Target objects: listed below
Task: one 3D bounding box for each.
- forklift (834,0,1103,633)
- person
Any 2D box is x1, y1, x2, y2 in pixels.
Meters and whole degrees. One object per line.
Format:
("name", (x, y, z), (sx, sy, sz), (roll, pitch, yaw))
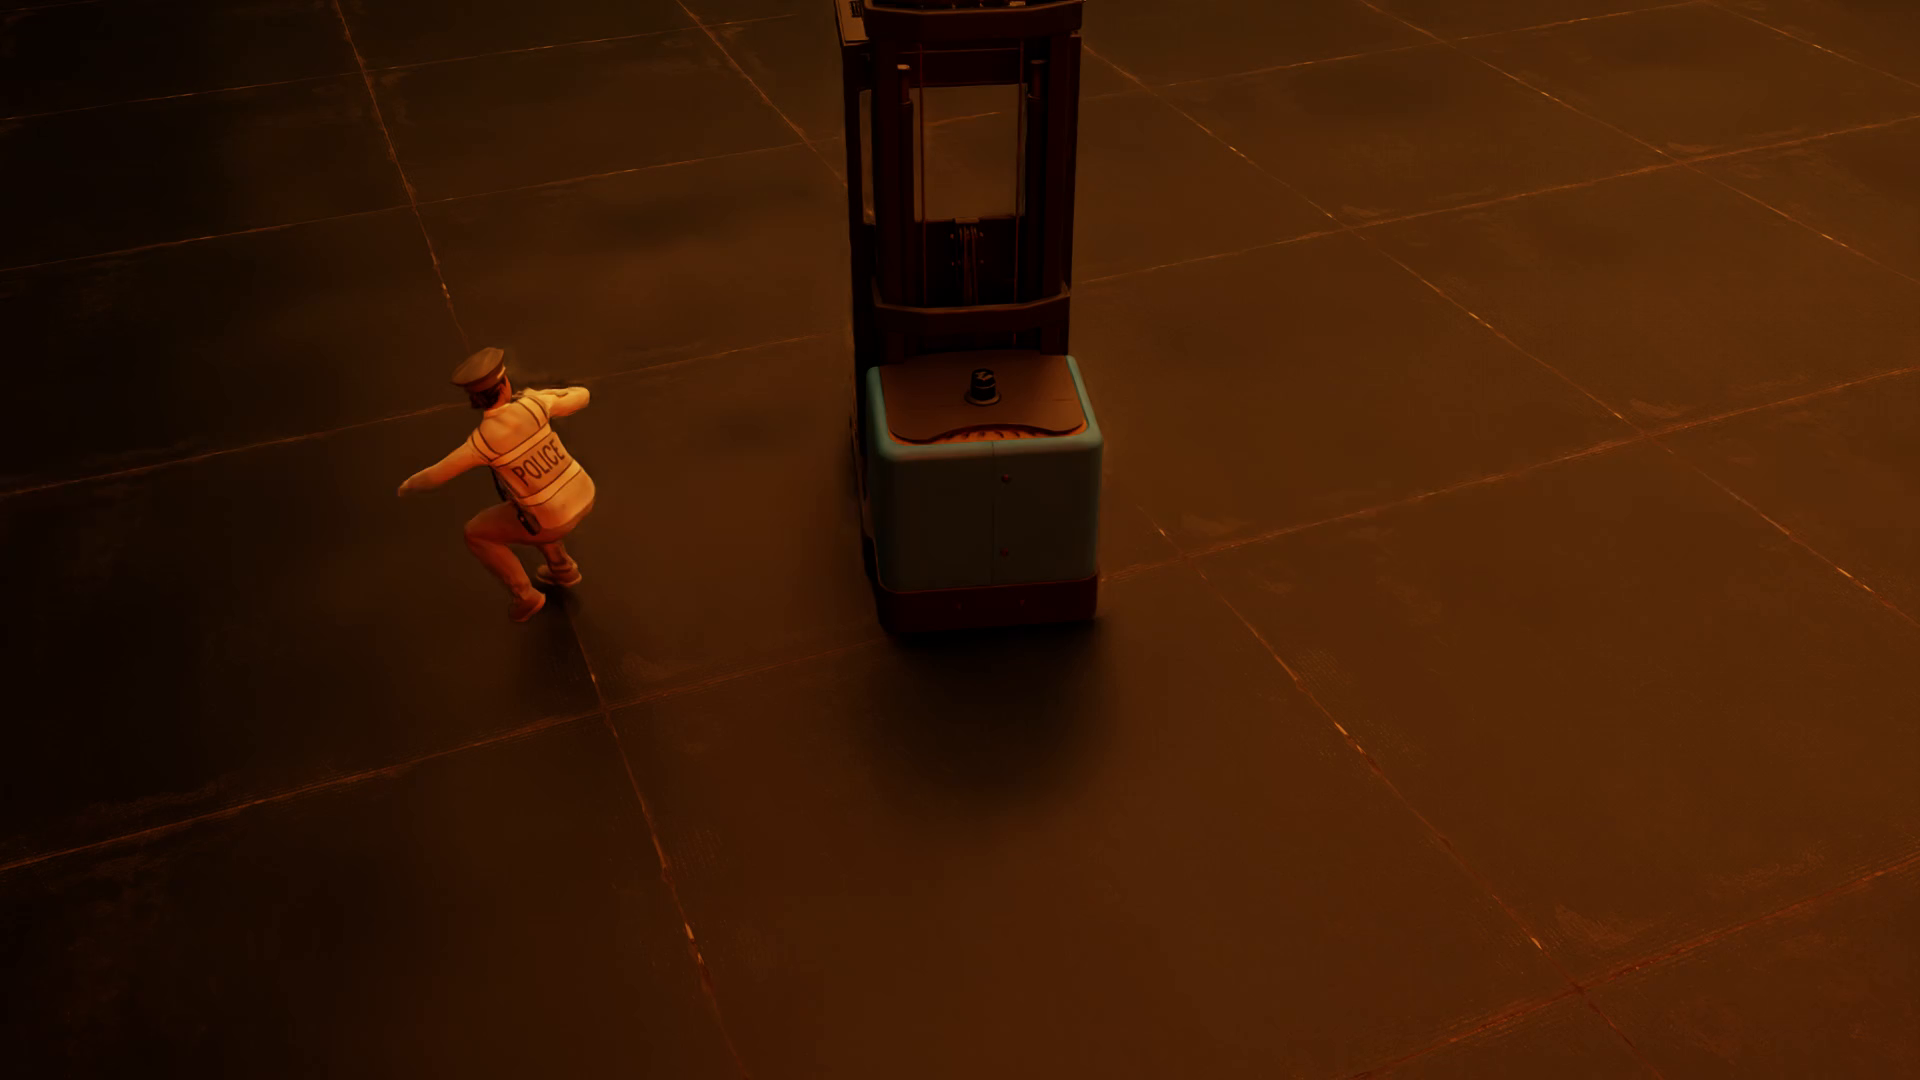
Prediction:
("forklift", (-0.021, -1.594, 8.339), (1.130, 2.935, 3.031), (-4, 36, -5))
("person", (-2.090, -0.279, 7.743), (0.869, 1.388, 0.740), (20, 40, 26))
